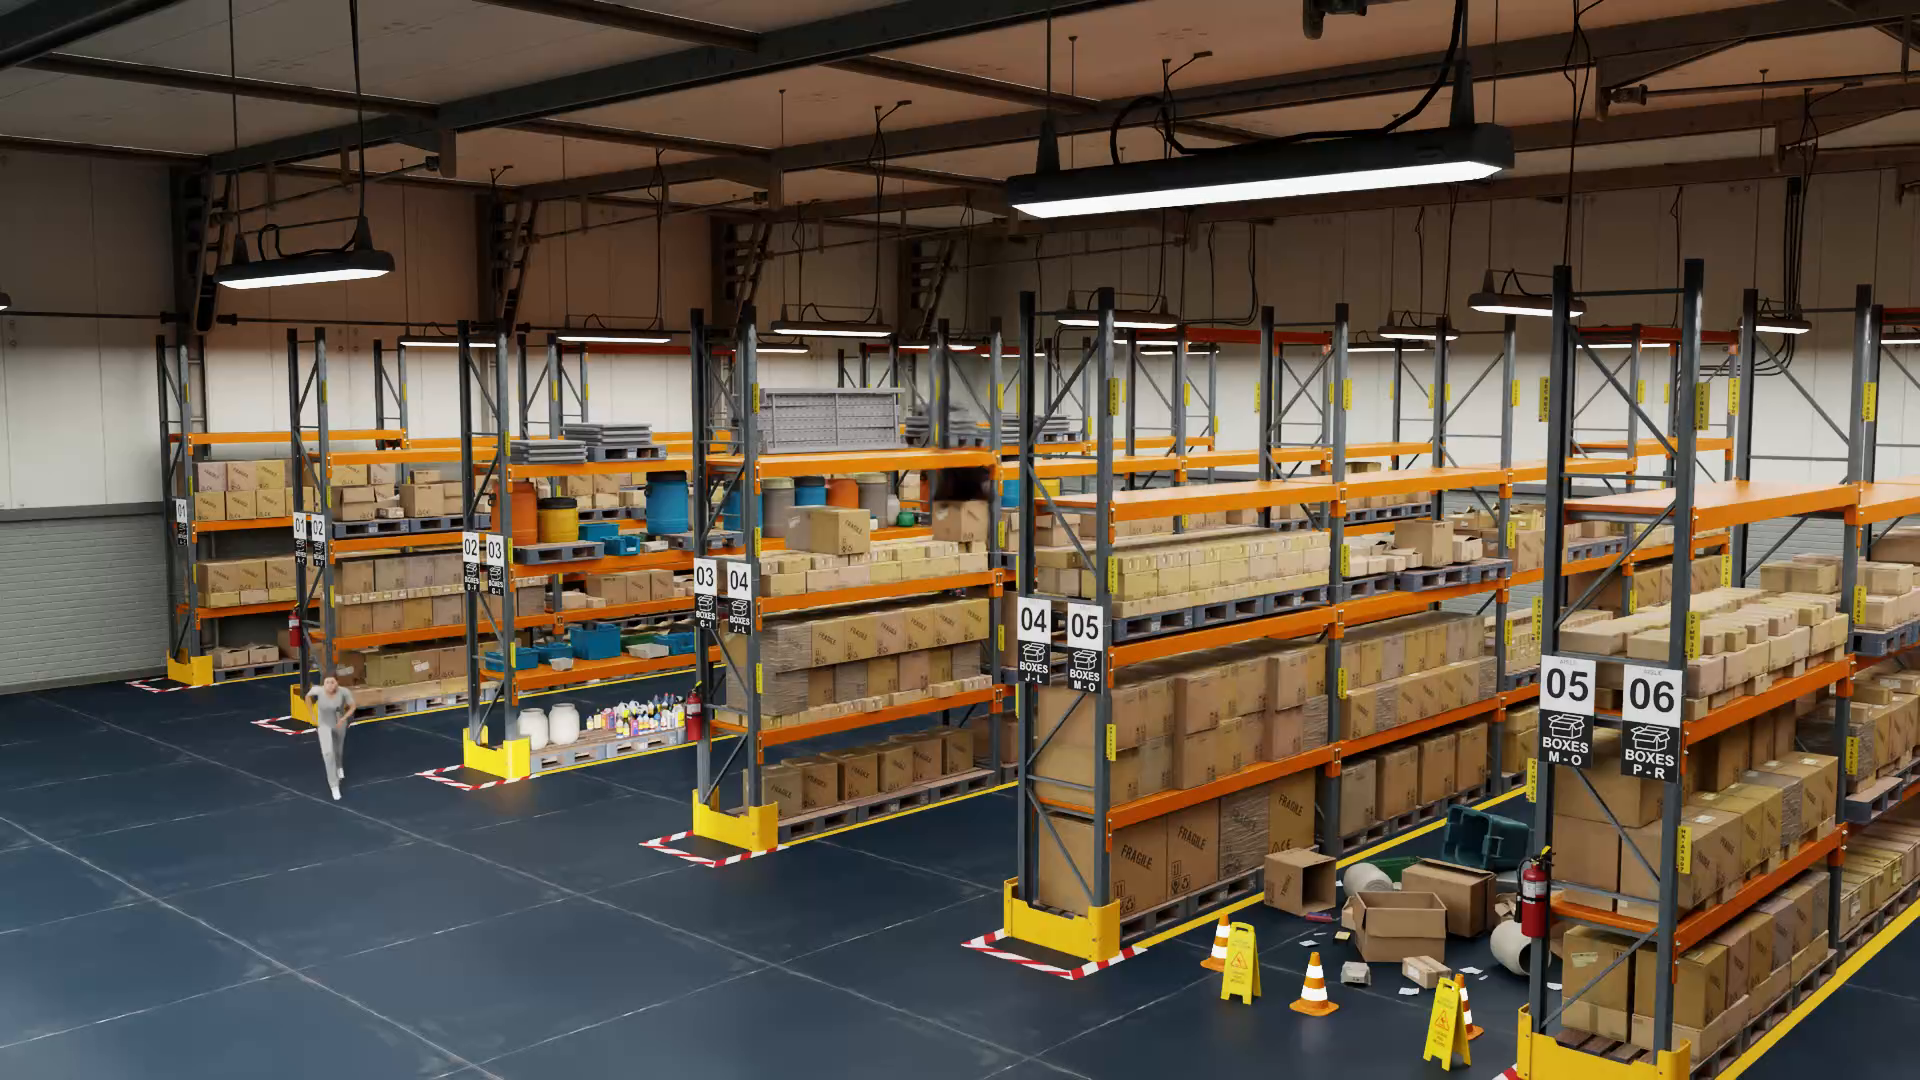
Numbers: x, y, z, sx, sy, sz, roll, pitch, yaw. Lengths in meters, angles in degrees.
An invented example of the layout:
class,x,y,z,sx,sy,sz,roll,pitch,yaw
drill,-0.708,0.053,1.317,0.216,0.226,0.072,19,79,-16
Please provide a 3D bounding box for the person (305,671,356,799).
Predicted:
class,x,y,z,sx,sy,sz,roll,pitch,yaw
person,-7.968,2.410,21.121,0.603,1.625,1.003,-2,6,-16
